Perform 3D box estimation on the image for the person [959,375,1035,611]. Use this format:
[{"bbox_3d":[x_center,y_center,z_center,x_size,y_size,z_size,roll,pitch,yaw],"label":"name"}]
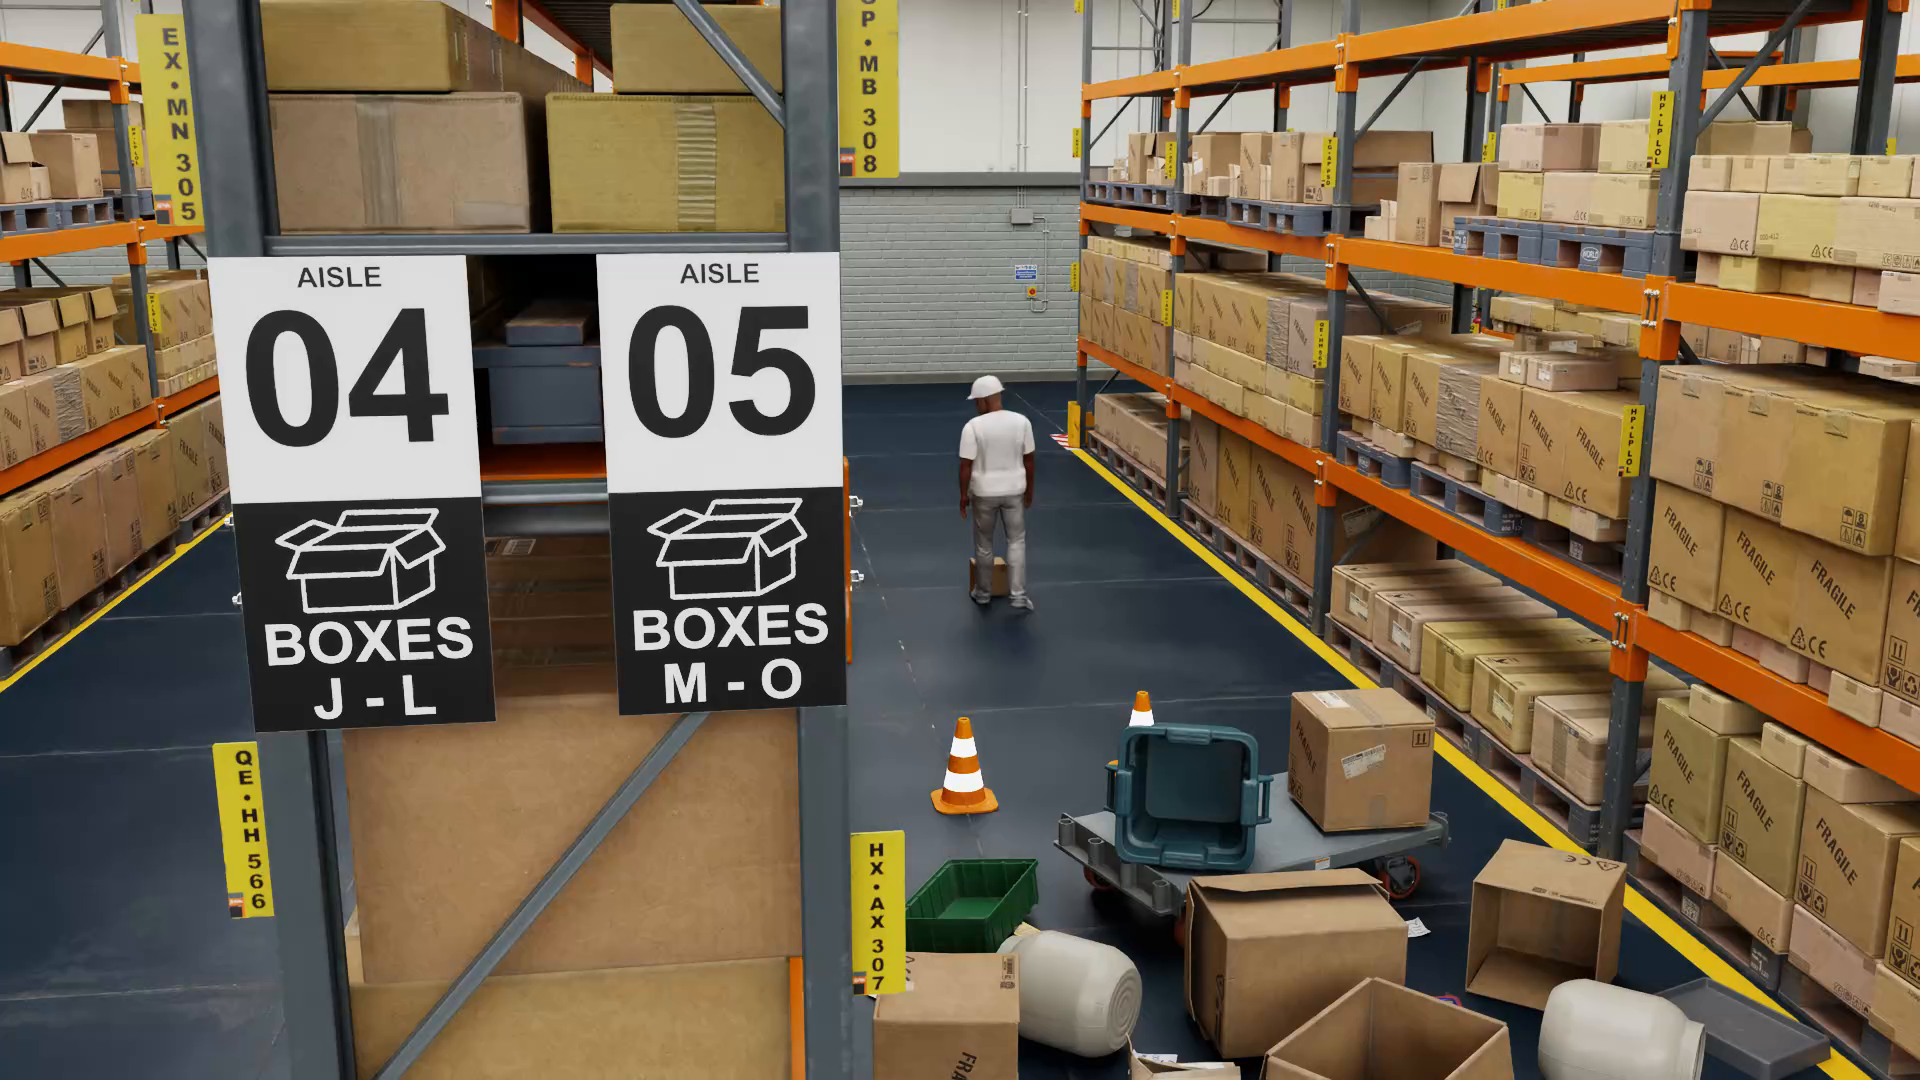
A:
[{"bbox_3d":[0.267,-0.359,12.442,0.588,1.765,0.709,-2,13,-8],"label":"person"}]
